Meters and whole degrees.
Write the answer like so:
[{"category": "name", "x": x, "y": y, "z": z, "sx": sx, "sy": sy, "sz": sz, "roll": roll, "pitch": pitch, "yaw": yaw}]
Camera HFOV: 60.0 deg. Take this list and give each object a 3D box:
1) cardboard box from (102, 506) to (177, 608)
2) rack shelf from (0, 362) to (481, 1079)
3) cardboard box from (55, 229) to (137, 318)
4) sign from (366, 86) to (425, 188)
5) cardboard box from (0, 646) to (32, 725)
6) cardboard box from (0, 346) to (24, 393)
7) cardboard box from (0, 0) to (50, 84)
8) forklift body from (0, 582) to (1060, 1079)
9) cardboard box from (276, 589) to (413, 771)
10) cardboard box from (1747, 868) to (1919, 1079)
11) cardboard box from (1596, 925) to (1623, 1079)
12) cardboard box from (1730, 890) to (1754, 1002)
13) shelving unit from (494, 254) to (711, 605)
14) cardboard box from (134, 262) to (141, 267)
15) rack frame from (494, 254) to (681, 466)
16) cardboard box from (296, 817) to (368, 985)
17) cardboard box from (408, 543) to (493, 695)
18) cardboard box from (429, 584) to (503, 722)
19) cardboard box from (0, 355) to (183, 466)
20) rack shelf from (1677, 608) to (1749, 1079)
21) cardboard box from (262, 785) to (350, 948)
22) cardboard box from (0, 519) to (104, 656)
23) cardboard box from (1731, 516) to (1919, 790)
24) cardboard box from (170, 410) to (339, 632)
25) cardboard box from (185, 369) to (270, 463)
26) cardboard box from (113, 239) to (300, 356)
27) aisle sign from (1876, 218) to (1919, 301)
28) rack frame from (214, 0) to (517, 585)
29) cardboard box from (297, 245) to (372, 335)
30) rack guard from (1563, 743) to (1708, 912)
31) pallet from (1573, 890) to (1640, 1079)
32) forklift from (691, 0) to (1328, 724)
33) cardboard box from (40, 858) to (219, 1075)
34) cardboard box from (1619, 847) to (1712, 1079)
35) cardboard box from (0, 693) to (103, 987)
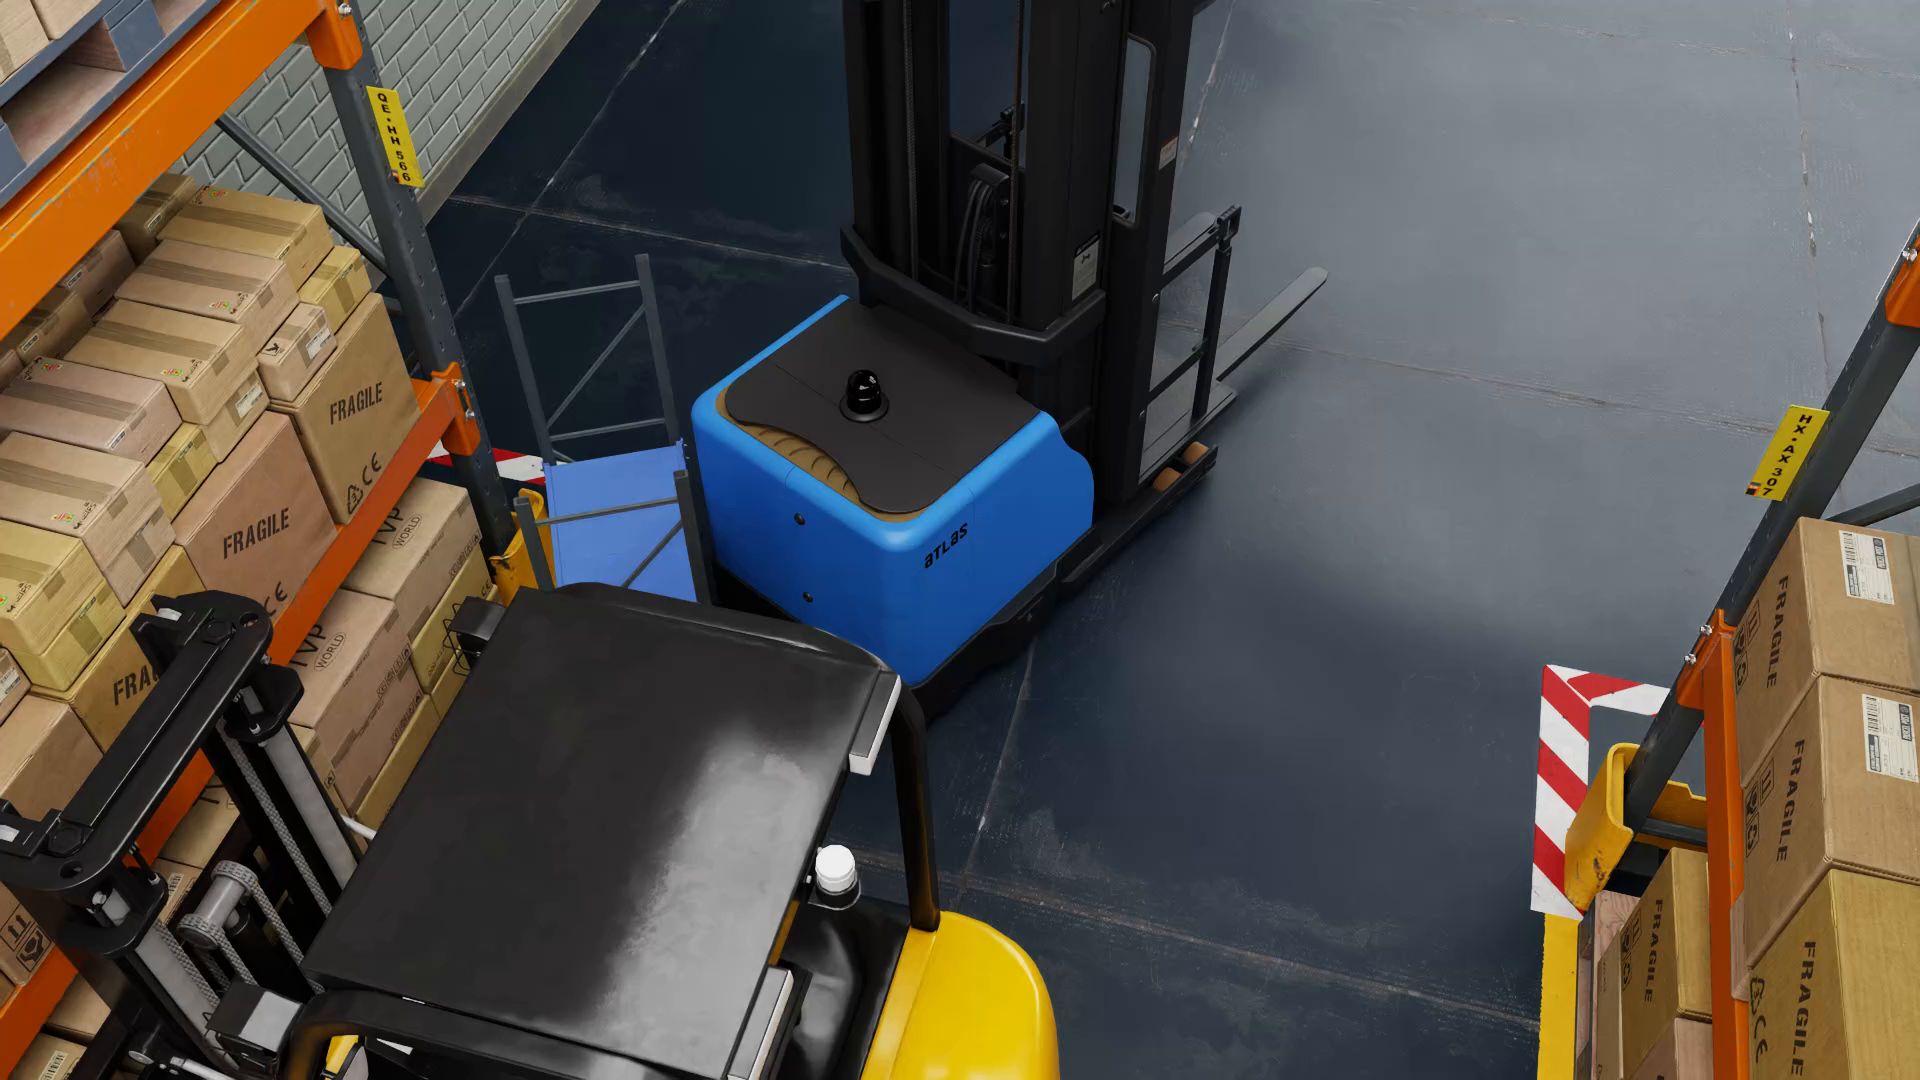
[{"category": "cardboard box", "x": -2.222, "y": 0.000, "z": 4.169, "sx": 0.380, "sy": 0.149, "sz": 0.250, "roll": 10, "pitch": 49, "yaw": 9}, {"category": "rack shelf", "x": -2.660, "y": 0.880, "z": 4.371, "sx": 1.077, "sy": 0.370, "sz": 4.000, "roll": 12, "pitch": 50, "yaw": 10}, {"category": "cardboard box", "x": -2.559, "y": -0.770, "z": 4.650, "sx": 0.380, "sy": 0.149, "sz": 0.250, "roll": 13, "pitch": 50, "yaw": 11}, {"category": "sign", "x": -1.614, "y": -1.149, "z": 4.752, "sx": 0.100, "sy": 0.325, "sz": 0.005, "roll": 12, "pitch": 50, "yaw": 10}, {"category": "cardboard box", "x": -2.421, "y": 0.350, "z": 3.860, "sx": 0.380, "sy": 0.149, "sz": 0.250, "roll": 11, "pitch": 50, "yaw": 10}, {"category": "cardboard box", "x": -2.665, "y": -0.397, "z": 4.321, "sx": 0.380, "sy": 0.149, "sz": 0.250, "roll": 12, "pitch": 50, "yaw": 10}, {"category": "cardboard box", "x": -2.126, "y": -1.082, "z": 3.365, "sx": 0.396, "sy": 0.266, "sz": 0.258, "roll": 12, "pitch": 50, "yaw": 10}, {"category": "forklift body", "x": -0.873, "y": 1.208, "z": 4.168, "sx": 2.313, "sy": 2.155, "sz": 1.214, "roll": 12, "pitch": 50, "yaw": 10}, {"category": "cardboard box", "x": -2.083, "y": 0.401, "z": 5.201, "sx": 0.500, "sy": 0.250, "sz": 0.500, "roll": 12, "pitch": 50, "yaw": 11}, {"category": "cardboard box", "x": 1.998, "y": 1.073, "z": 3.456, "sx": 0.500, "sy": 0.500, "sz": 0.500, "roll": 11, "pitch": 49, "yaw": 9}, {"category": "cardboard box", "x": 2.177, "y": 1.472, "z": 4.923, "sx": 0.500, "sy": 0.250, "sz": 0.500, "roll": 11, "pitch": 50, "yaw": 10}, {"category": "cardboard box", "x": 2.055, "y": 0.996, "z": 3.956, "sx": 0.380, "sy": 0.149, "sz": 0.250, "roll": 12, "pitch": 50, "yaw": 11}, {"category": "shelving unit", "x": -1.155, "y": -0.027, "z": 5.692, "sx": 0.538, "sy": 1.500, "sz": 1.048, "roll": -10, "pitch": 49, "yaw": -9}, {"category": "cardboard box", "x": -2.473, "y": -0.858, "z": 4.926, "sx": 0.380, "sy": 0.149, "sz": 0.250, "roll": 10, "pitch": 49, "yaw": 9}, {"category": "rack frame", "x": -1.274, "y": -0.397, "z": 6.019, "sx": 0.500, "sy": 1.500, "sz": 0.032, "roll": -10, "pitch": 49, "yaw": -9}, {"category": "cardboard box", "x": -2.233, "y": 1.087, "z": 5.263, "sx": 0.500, "sy": 0.250, "sz": 0.500, "roll": 12, "pitch": 50, "yaw": 10}, {"category": "cardboard box", "x": -1.960, "y": 0.215, "z": 5.699, "sx": 0.500, "sy": 0.250, "sz": 0.500, "roll": 11, "pitch": 49, "yaw": 10}, {"category": "cardboard box", "x": -1.953, "y": 0.369, "z": 5.896, "sx": 0.500, "sy": 0.250, "sz": 0.500, "roll": 12, "pitch": 50, "yaw": 10}, {"category": "cardboard box", "x": -2.240, "y": -0.305, "z": 4.240, "sx": 0.380, "sy": 0.149, "sz": 0.250, "roll": 12, "pitch": 50, "yaw": 10}, {"category": "rack shelf", "x": 2.130, "y": 1.857, "z": 3.509, "sx": 1.077, "sy": 0.370, "sz": 4.000, "roll": 12, "pitch": 50, "yaw": 10}, {"category": "cardboard box", "x": -2.218, "y": 0.953, "z": 5.047, "sx": 0.500, "sy": 0.250, "sz": 0.500, "roll": 11, "pitch": 49, "yaw": 9}, {"category": "cardboard box", "x": -2.264, "y": 0.093, "z": 3.888, "sx": 0.380, "sy": 0.149, "sz": 0.250, "roll": 12, "pitch": 50, "yaw": 11}, {"category": "cardboard box", "x": 2.264, "y": 0.329, "z": 4.113, "sx": 0.500, "sy": 0.500, "sz": 0.500, "roll": 11, "pitch": 49, "yaw": 9}, {"category": "cardboard box", "x": -2.155, "y": -0.056, "z": 4.651, "sx": 0.500, "sy": 0.500, "sz": 0.500, "roll": 13, "pitch": 50, "yaw": 11}, {"category": "cardboard box", "x": -2.121, "y": -0.380, "z": 4.504, "sx": 0.380, "sy": 0.149, "sz": 0.250, "roll": 12, "pitch": 50, "yaw": 11}, {"category": "cardboard box", "x": -2.060, "y": -0.665, "z": 4.558, "sx": 0.380, "sy": 0.149, "sz": 0.250, "roll": 12, "pitch": 50, "yaw": 10}, {"category": "aisle sign", "x": 2.373, "y": -0.794, "z": 3.635, "sx": 0.394, "sy": 0.787, "sz": 0.004, "roll": 12, "pitch": 50, "yaw": 10}, {"category": "rack frame", "x": -2.134, "y": -0.804, "z": 5.378, "sx": 1.000, "sy": 3.000, "sz": 0.127, "roll": 12, "pitch": 50, "yaw": 10}, {"category": "cardboard box", "x": -1.955, "y": -0.746, "z": 4.827, "sx": 0.380, "sy": 0.149, "sz": 0.250, "roll": 12, "pitch": 50, "yaw": 11}, {"category": "rack guard", "x": 2.636, "y": 1.055, "z": 5.405, "sx": 1.175, "sy": 0.500, "sz": 0.348, "roll": 12, "pitch": 50, "yaw": 10}, {"category": "pallet", "x": 2.388, "y": 1.731, "z": 5.000, "sx": 1.003, "sy": 0.211, "sz": 1.213, "roll": 12, "pitch": 50, "yaw": 10}, {"category": "forklift", "x": 0.407, "y": -1.324, "z": 5.882, "sx": 1.130, "sy": 2.935, "sz": 3.031, "roll": 33, "pitch": 56, "yaw": 26}, {"category": "cardboard box", "x": -2.347, "y": 1.133, "z": 4.555, "sx": 0.500, "sy": 0.250, "sz": 0.500, "roll": 11, "pitch": 49, "yaw": 9}, {"category": "cardboard box", "x": 2.171, "y": 1.242, "z": 4.626, "sx": 0.500, "sy": 0.500, "sz": 0.500, "roll": 10, "pitch": 49, "yaw": 9}, {"category": "cardboard box", "x": -2.412, "y": 0.680, "z": 4.001, "sx": 0.500, "sy": 0.500, "sz": 0.500, "roll": 12, "pitch": 50, "yaw": 10}]
